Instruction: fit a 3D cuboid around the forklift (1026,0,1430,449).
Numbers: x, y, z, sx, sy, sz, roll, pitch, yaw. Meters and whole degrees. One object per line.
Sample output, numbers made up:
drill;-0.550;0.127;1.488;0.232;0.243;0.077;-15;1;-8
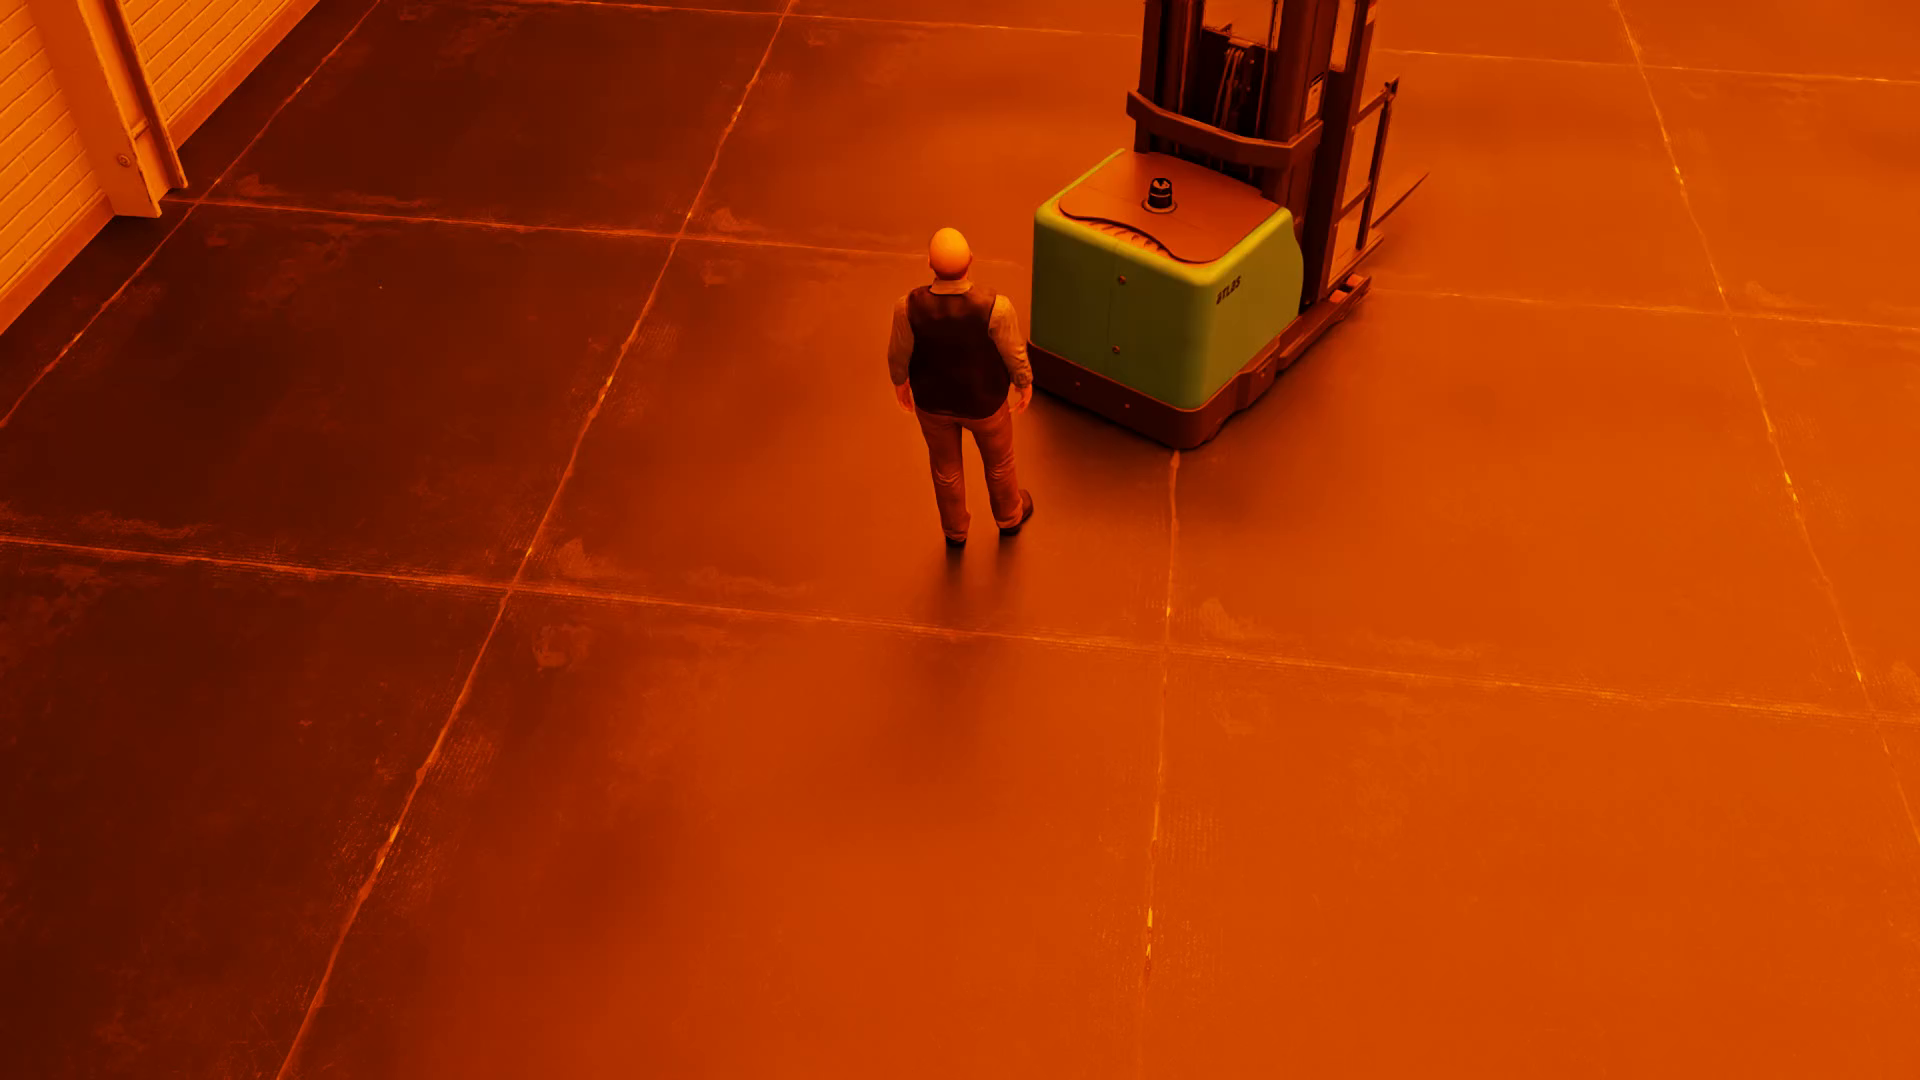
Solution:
forklift;1.639;-2.478;8.422;1.130;2.935;3.031;27;49;27

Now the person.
person;0.016;-0.680;7.348;0.632;1.720;0.568;5;43;6
